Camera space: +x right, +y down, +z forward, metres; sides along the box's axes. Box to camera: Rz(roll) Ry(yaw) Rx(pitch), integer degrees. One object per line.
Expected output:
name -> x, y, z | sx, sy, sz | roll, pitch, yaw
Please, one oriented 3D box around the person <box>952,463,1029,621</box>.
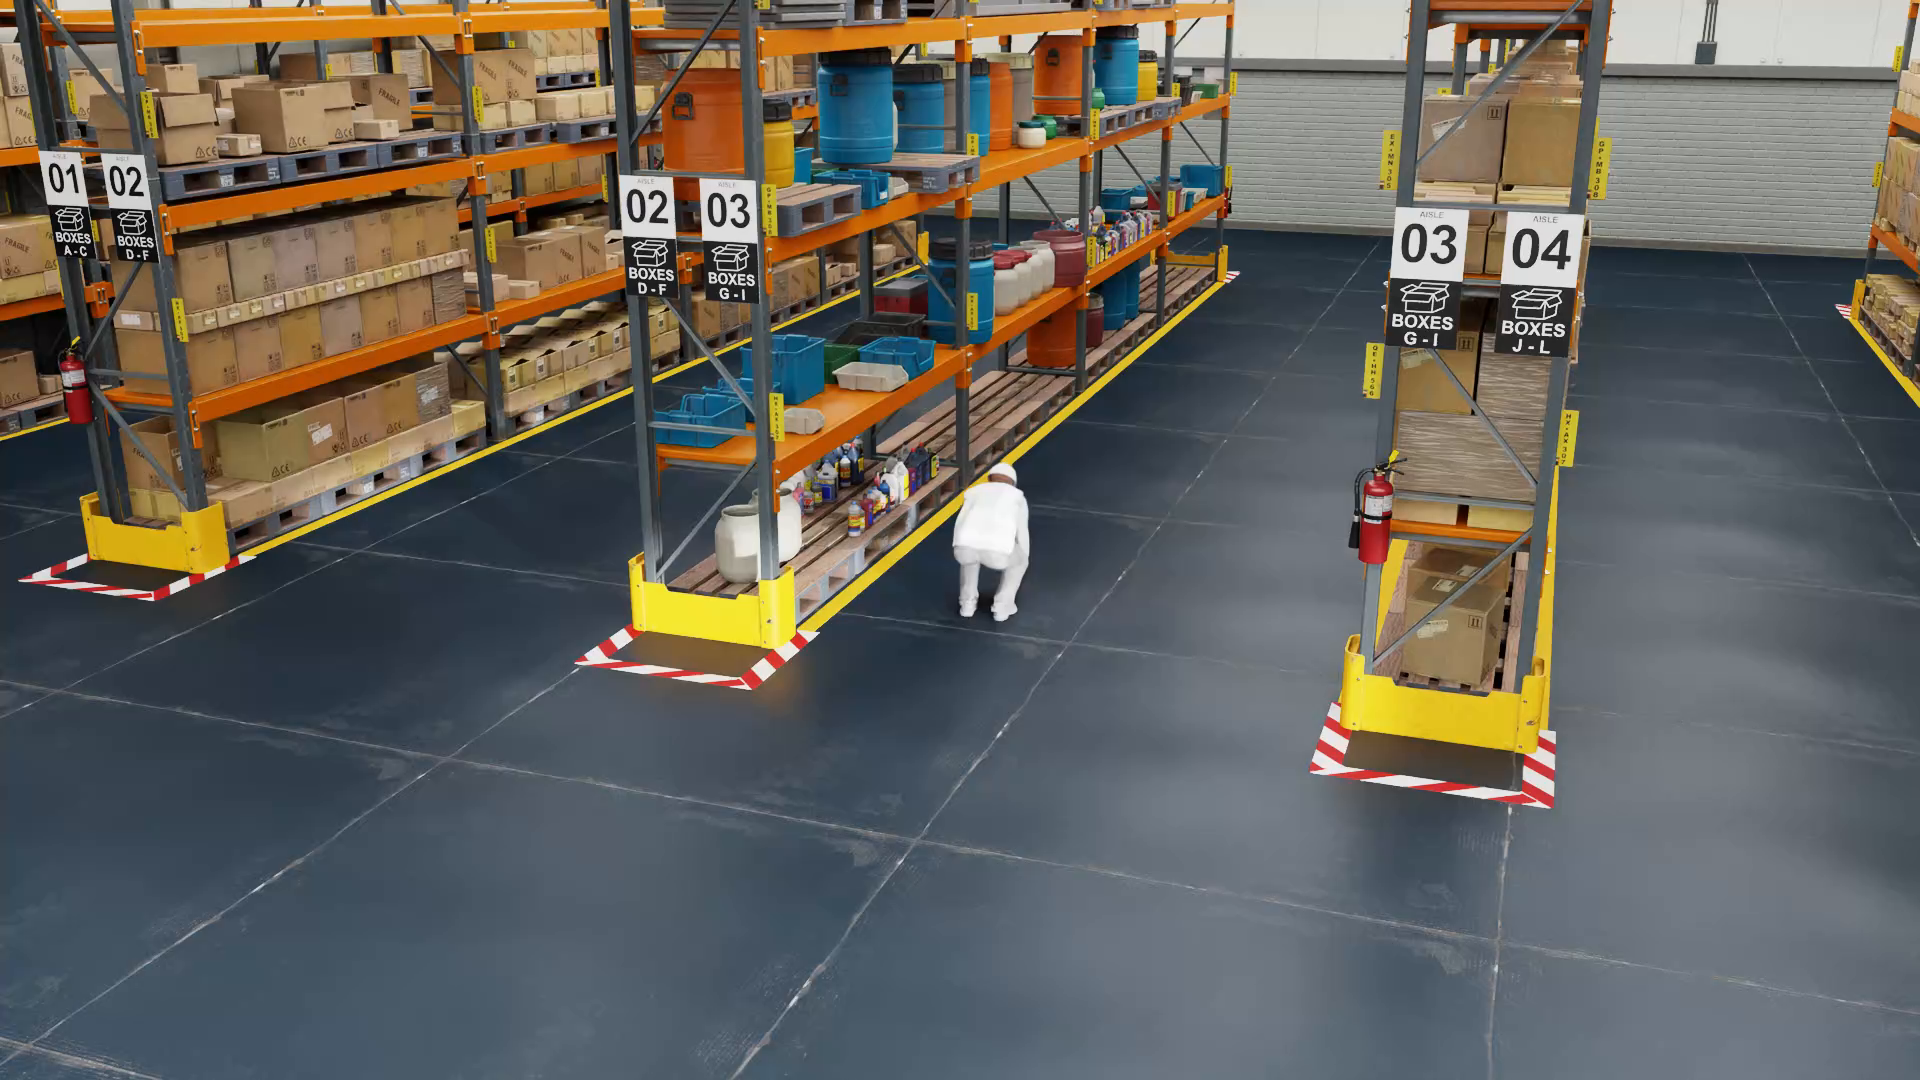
person -> 0.242, 0.016, 12.206 | 0.511, 0.996, 0.943 | 6, 19, 17
